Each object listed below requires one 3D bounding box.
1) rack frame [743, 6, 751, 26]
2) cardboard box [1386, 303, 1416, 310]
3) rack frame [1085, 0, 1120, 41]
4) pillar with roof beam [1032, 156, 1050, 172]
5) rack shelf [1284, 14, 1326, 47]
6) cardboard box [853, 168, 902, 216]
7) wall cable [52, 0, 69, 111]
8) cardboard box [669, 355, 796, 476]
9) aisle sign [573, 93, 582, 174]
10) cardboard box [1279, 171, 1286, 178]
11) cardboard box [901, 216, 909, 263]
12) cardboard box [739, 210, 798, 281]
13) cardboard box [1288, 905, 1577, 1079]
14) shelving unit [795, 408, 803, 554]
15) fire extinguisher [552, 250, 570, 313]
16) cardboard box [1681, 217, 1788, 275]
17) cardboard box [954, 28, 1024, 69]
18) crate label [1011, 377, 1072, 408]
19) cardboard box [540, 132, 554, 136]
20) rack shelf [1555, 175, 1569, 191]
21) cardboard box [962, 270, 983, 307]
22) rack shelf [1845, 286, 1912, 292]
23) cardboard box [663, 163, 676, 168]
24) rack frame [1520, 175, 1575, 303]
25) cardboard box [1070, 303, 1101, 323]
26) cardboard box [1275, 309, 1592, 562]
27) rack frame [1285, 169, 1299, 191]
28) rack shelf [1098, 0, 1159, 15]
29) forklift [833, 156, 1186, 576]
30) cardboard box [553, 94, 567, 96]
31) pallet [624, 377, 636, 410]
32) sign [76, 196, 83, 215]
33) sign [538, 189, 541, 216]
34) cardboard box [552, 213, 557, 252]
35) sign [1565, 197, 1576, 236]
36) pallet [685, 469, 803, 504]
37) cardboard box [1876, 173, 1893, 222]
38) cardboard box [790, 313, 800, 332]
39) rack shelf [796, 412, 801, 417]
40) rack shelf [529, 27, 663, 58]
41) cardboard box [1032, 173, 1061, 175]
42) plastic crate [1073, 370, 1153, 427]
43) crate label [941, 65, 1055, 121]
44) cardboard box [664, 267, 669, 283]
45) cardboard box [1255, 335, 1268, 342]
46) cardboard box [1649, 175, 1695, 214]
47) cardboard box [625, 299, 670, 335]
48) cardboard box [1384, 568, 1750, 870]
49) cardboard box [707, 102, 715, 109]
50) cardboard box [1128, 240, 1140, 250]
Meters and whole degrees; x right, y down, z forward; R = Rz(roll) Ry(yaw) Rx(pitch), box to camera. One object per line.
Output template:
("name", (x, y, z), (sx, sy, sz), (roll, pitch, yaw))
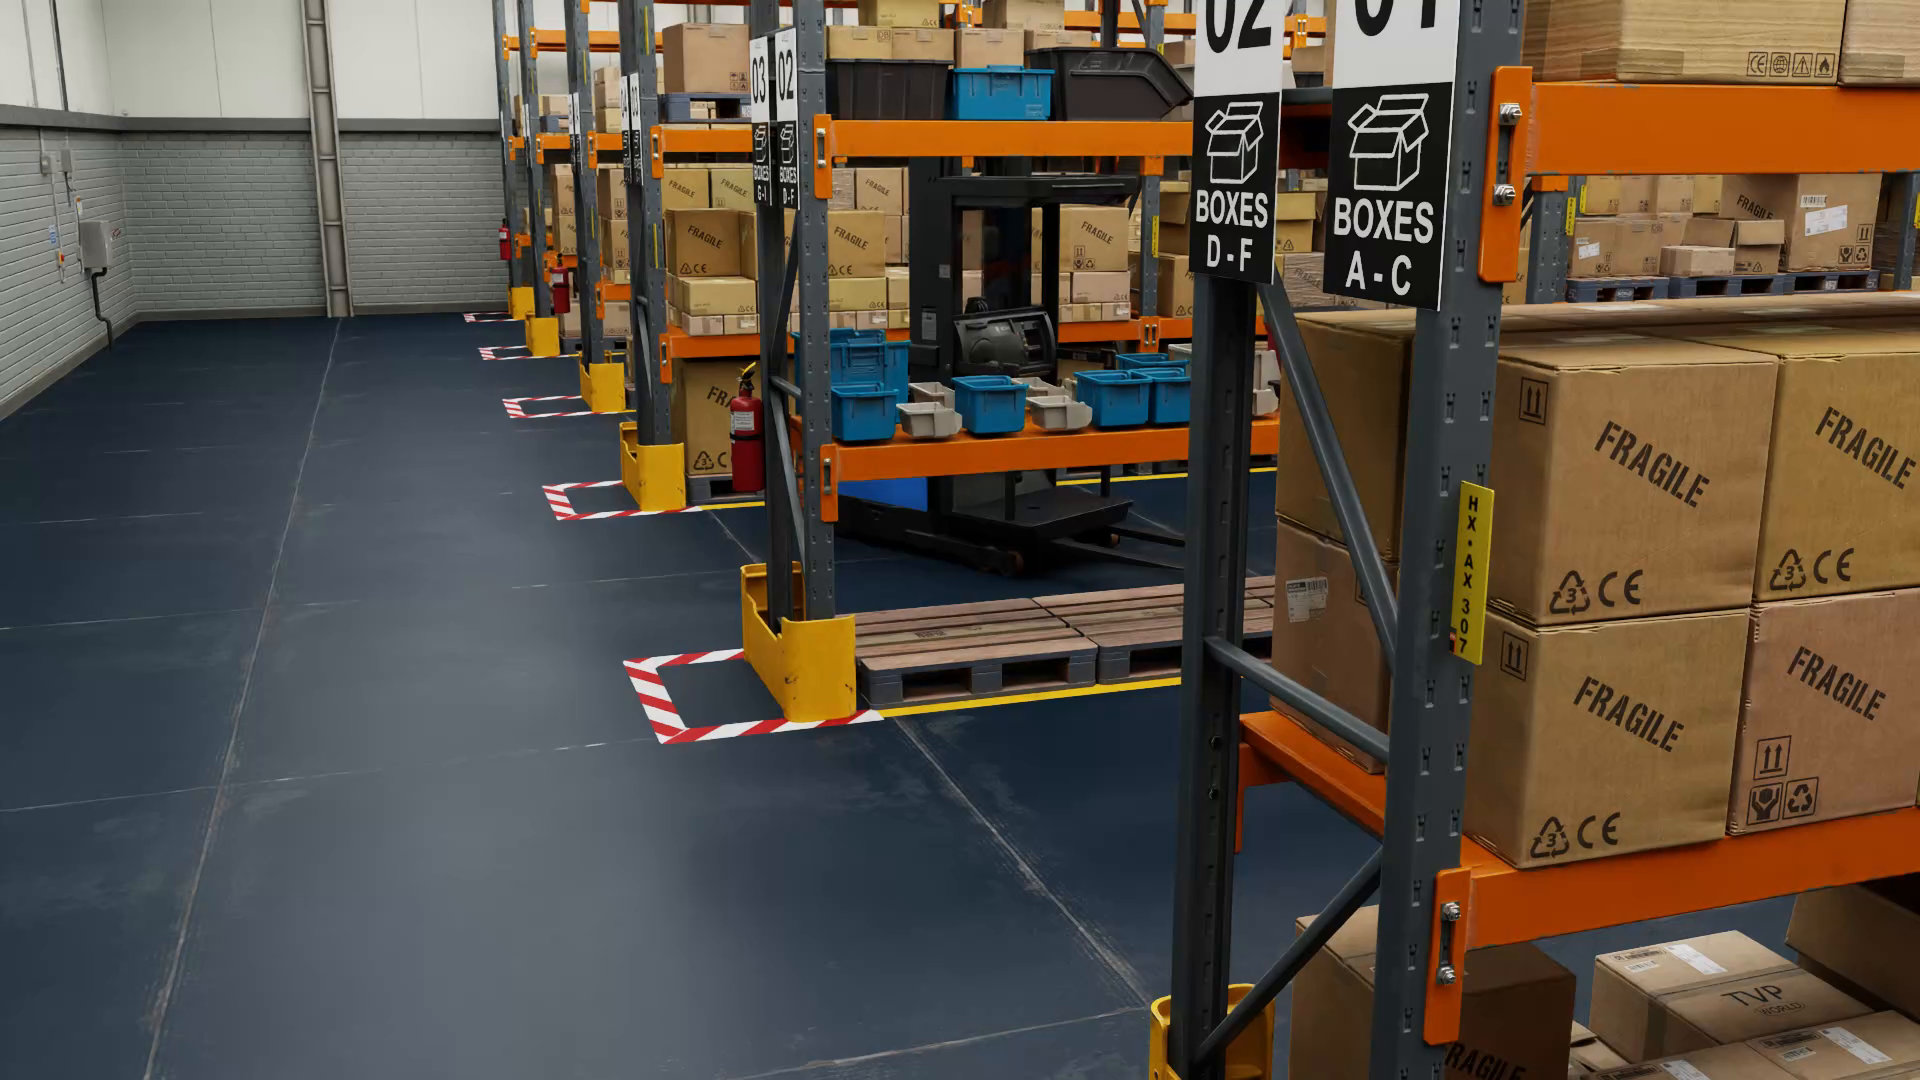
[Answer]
("rack frame", (-3.353, -8.287, 27.034), (0.127, 3.000, 1.000), (-4, 14, -18))
("cardboard box", (3.831, -2.285, 14.550), (0.500, 0.500, 0.500), (-5, 14, -20))
("rack frame", (2.024, -7.493, 23.700), (0.127, 3.000, 1.000), (-4, 14, -18))
("pillar with roof beam", (2.759, -7.932, 25.541), (0.400, 9.000, 9.100), (-4, 14, -18))
("rack shelf", (5.594, -6.018, 19.917), (4.000, 0.370, 1.077), (-4, 14, -18))
("cardboard box", (-0.940, -3.748, 17.898), (0.500, 0.500, 0.500), (-5, 14, -20))
("wall cable", (-11.949, -7.219, 22.463), (0.133, 3.039, 2.988), (-4, 14, -18))
("cardboard box", (-1.816, -1.046, 13.244), (0.875, 0.875, 0.875), (-4, 14, -18))
("aisle sign", (-3.857, -4.100, 16.779), (0.004, 0.787, 0.394), (-4, 14, -18))
("cardboard box", (4.801, -5.446, 24.888), (0.250, 0.149, 0.380), (-5, 14, -20))
("cardboard box", (-0.461, -3.297, 18.163), (0.500, 0.500, 0.500), (-4, 14, -18))
("cardboard box", (-1.382, -2.261, 12.725), (0.500, 0.500, 0.500), (-5, 14, -19))
("cardboard box", (1.196, 1.270, 4.273), (0.500, 0.500, 0.500), (-4, 14, -18))
("shelving unit", (-1.009, -0.520, 11.229), (0.189, 1.200, 0.258), (-1, 13, -9))
("fire extinguisher", (-4.269, -2.770, 17.778), (0.183, 0.674, 0.296), (-4, 14, -18))
("cardboard box", (7.363, -2.803, 15.814), (0.637, 0.503, 0.797), (-3, 14, -12))
("cardboard box", (0.160, -3.757, 13.135), (0.500, 0.500, 0.700), (-4, 14, -15))
("crate label", (0.433, -0.770, 8.836), (0.243, 0.136, 0.396), (-4, 14, -18))
("cardboard box", (-6.528, -6.407, 26.159), (0.250, 0.149, 0.380), (-4, 14, -17))
("rack shelf", (4.869, -2.277, 9.805), (4.000, 0.370, 1.077), (-4, 14, -18))
("cardboard box", (0.086, -2.011, 13.298), (0.500, 0.250, 0.500), (-4, 14, -17))
("rack shelf", (10.872, -2.494, 17.201), (4.000, 0.370, 1.077), (-4, 14, -18))
("cardboard box", (-3.899, -4.893, 21.953), (0.250, 0.149, 0.380), (-4, 14, -18))
("rack frame", (5.185, -2.401, 15.256), (0.127, 3.000, 1.000), (-4, 14, -18))
("cardboard box", (0.965, -1.870, 13.567), (0.250, 0.149, 0.380), (-4, 14, -17))
("cardboard box", (1.093, -0.266, 3.903), (0.500, 0.500, 0.500), (-5, 14, -19))
("rack frame", (3.699, -3.497, 19.861), (0.127, 3.000, 1.000), (-4, 14, -18))
("rack shelf", (-0.502, -4.333, 12.830), (4.000, 0.370, 1.077), (-4, 14, -18))
("forklift", (0.458, -1.328, 10.892), (3.031, 2.935, 1.130), (12, 18, 41))
("cardboard box", (-6.156, -6.858, 26.112), (0.500, 0.250, 0.500), (-5, 14, -18))
("pallet", (-3.030, -1.607, 17.944), (1.213, 0.211, 1.003), (-4, 14, -18))
("sign", (-11.605, -4.409, 21.912), (0.001, 0.242, 0.339), (-4, 14, -18))
("sign", (-5.387, -4.322, 21.289), (0.005, 0.325, 0.100), (-4, 14, -18))
("cardboard box", (-5.185, -4.127, 22.294), (0.500, 0.500, 0.500), (-4, 14, -18))
("sign", (5.365, -2.843, 14.612), (0.005, 0.325, 0.100), (-4, 14, -18))
("pallet", (-1.664, -0.530, 13.417), (1.213, 0.211, 1.003), (-4, 14, -18))
("cardboard box", (9.315, -3.470, 16.729), (0.500, 0.500, 0.500), (-4, 14, -18))
("cardboard box", (-1.223, -1.700, 12.852), (0.250, 0.149, 0.380), (-5, 14, -19))
("rack shelf", (-1.004, -0.827, 11.156), (0.180, 0.103, 0.258), (-1, 13, -9))
("rack shelf", (-3.662, -6.506, 21.967), (4.000, 0.370, 1.077), (-4, 14, -18))
("cardboard box", (1.134, -4.975, 23.698), (0.500, 0.500, 0.500), (-4, 14, -17))
("plastic crate", (0.769, -0.716, 8.401), (0.300, 0.233, 0.416), (-4, 14, -18))
("crate label", (0.160, -2.109, 7.866), (0.502, 0.251, 0.408), (-4, 14, -18))
("cardboard box", (-2.972, -2.772, 17.357), (0.250, 0.149, 0.380), (-5, 14, -20))
("cardboard box", (2.841, -1.395, 14.707), (0.875, 0.875, 1.225), (-5, 14, -20))
("cardboard box", (8.890, -4.486, 21.361), (0.550, 0.550, 0.875), (-4, 14, -18))
("cardboard box", (-4.099, -3.082, 22.748), (0.875, 0.438, 0.875), (-4, 14, -17))
("cardboard box", (1.263, 0.338, 3.522), (0.500, 0.500, 0.500), (-4, 14, -17))
("cardboard box", (-2.407, -4.585, 17.196), (0.500, 0.250, 0.500), (-4, 14, -17))
("cardboard box", (1.903, -3.327, 18.784), (0.250, 0.149, 0.380), (-5, 14, -21))
